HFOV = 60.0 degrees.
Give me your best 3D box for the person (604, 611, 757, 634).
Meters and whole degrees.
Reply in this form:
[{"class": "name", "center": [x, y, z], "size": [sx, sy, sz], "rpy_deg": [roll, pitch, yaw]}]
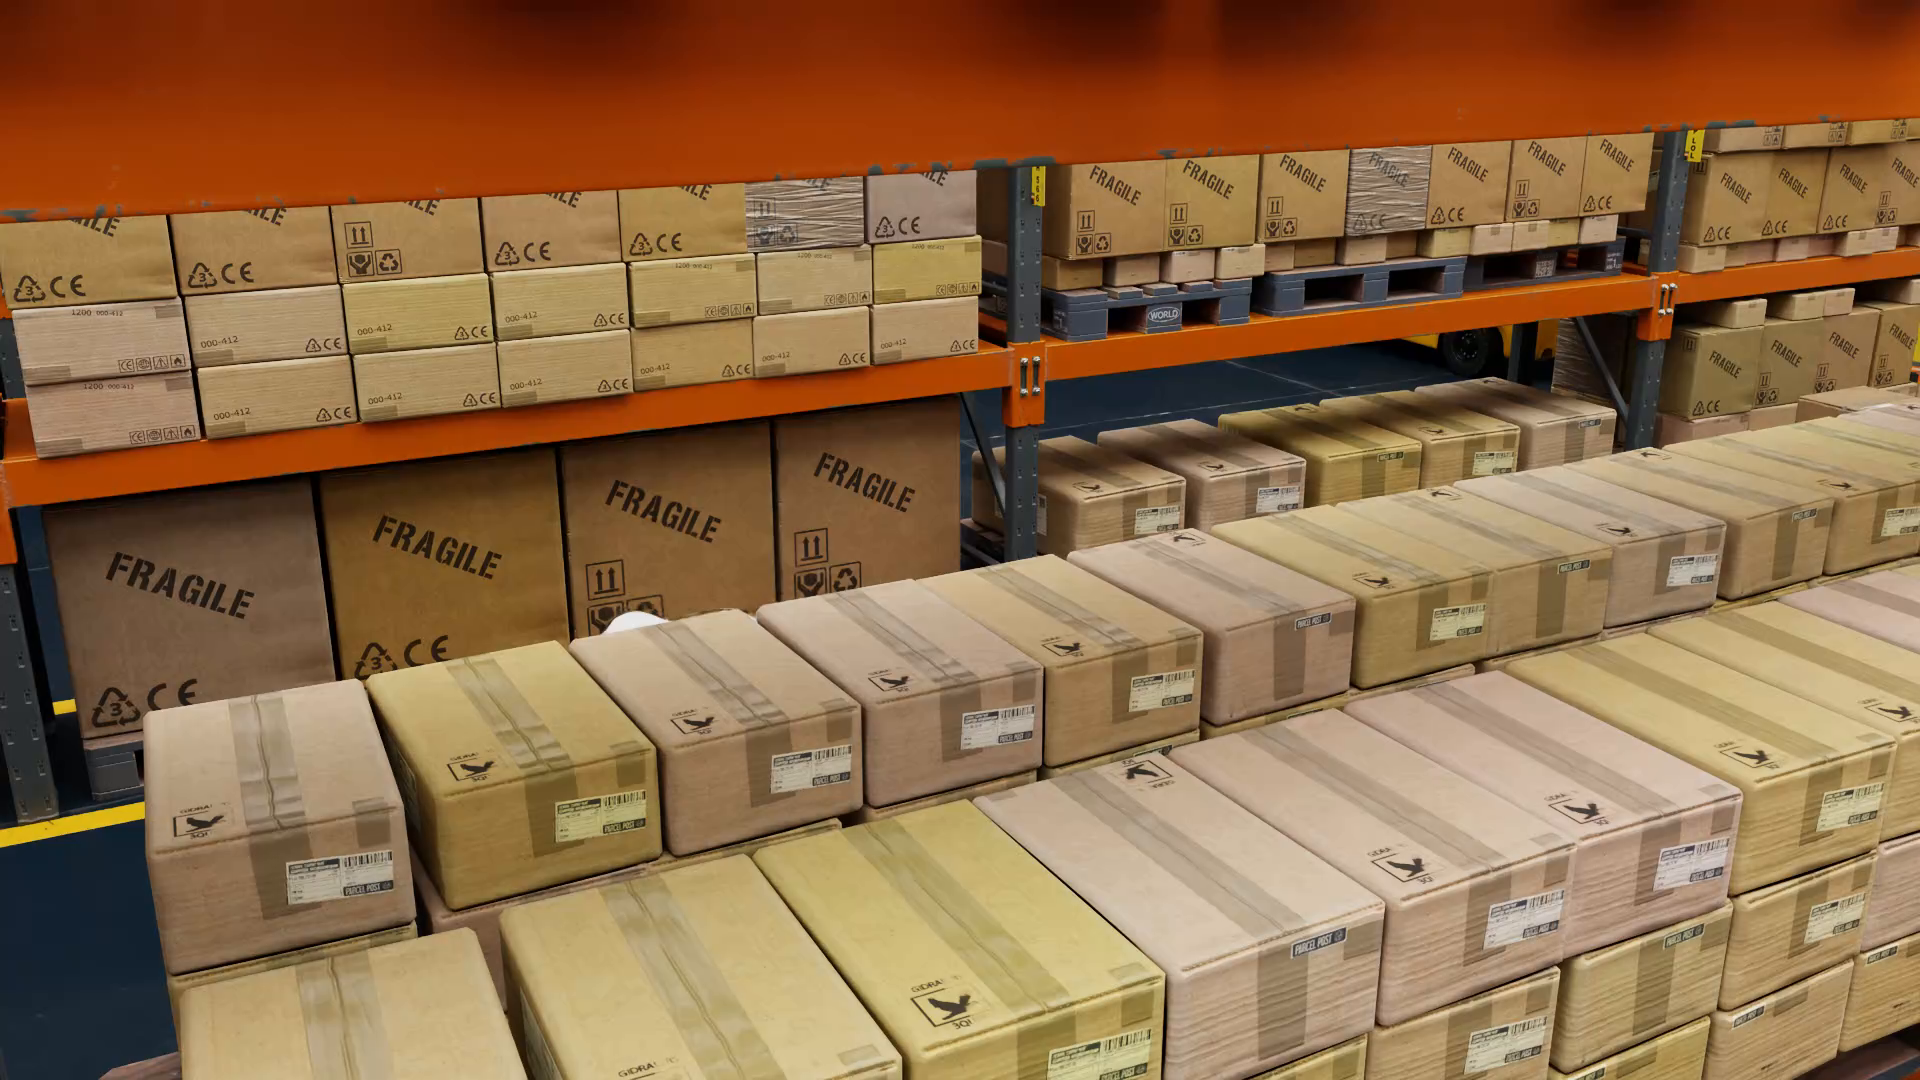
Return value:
[{"class": "person", "center": [-0.720, 0.621, 5.437], "size": [0.908, 0.964, 0.537], "rpy_deg": [-10, 21, -27]}]
